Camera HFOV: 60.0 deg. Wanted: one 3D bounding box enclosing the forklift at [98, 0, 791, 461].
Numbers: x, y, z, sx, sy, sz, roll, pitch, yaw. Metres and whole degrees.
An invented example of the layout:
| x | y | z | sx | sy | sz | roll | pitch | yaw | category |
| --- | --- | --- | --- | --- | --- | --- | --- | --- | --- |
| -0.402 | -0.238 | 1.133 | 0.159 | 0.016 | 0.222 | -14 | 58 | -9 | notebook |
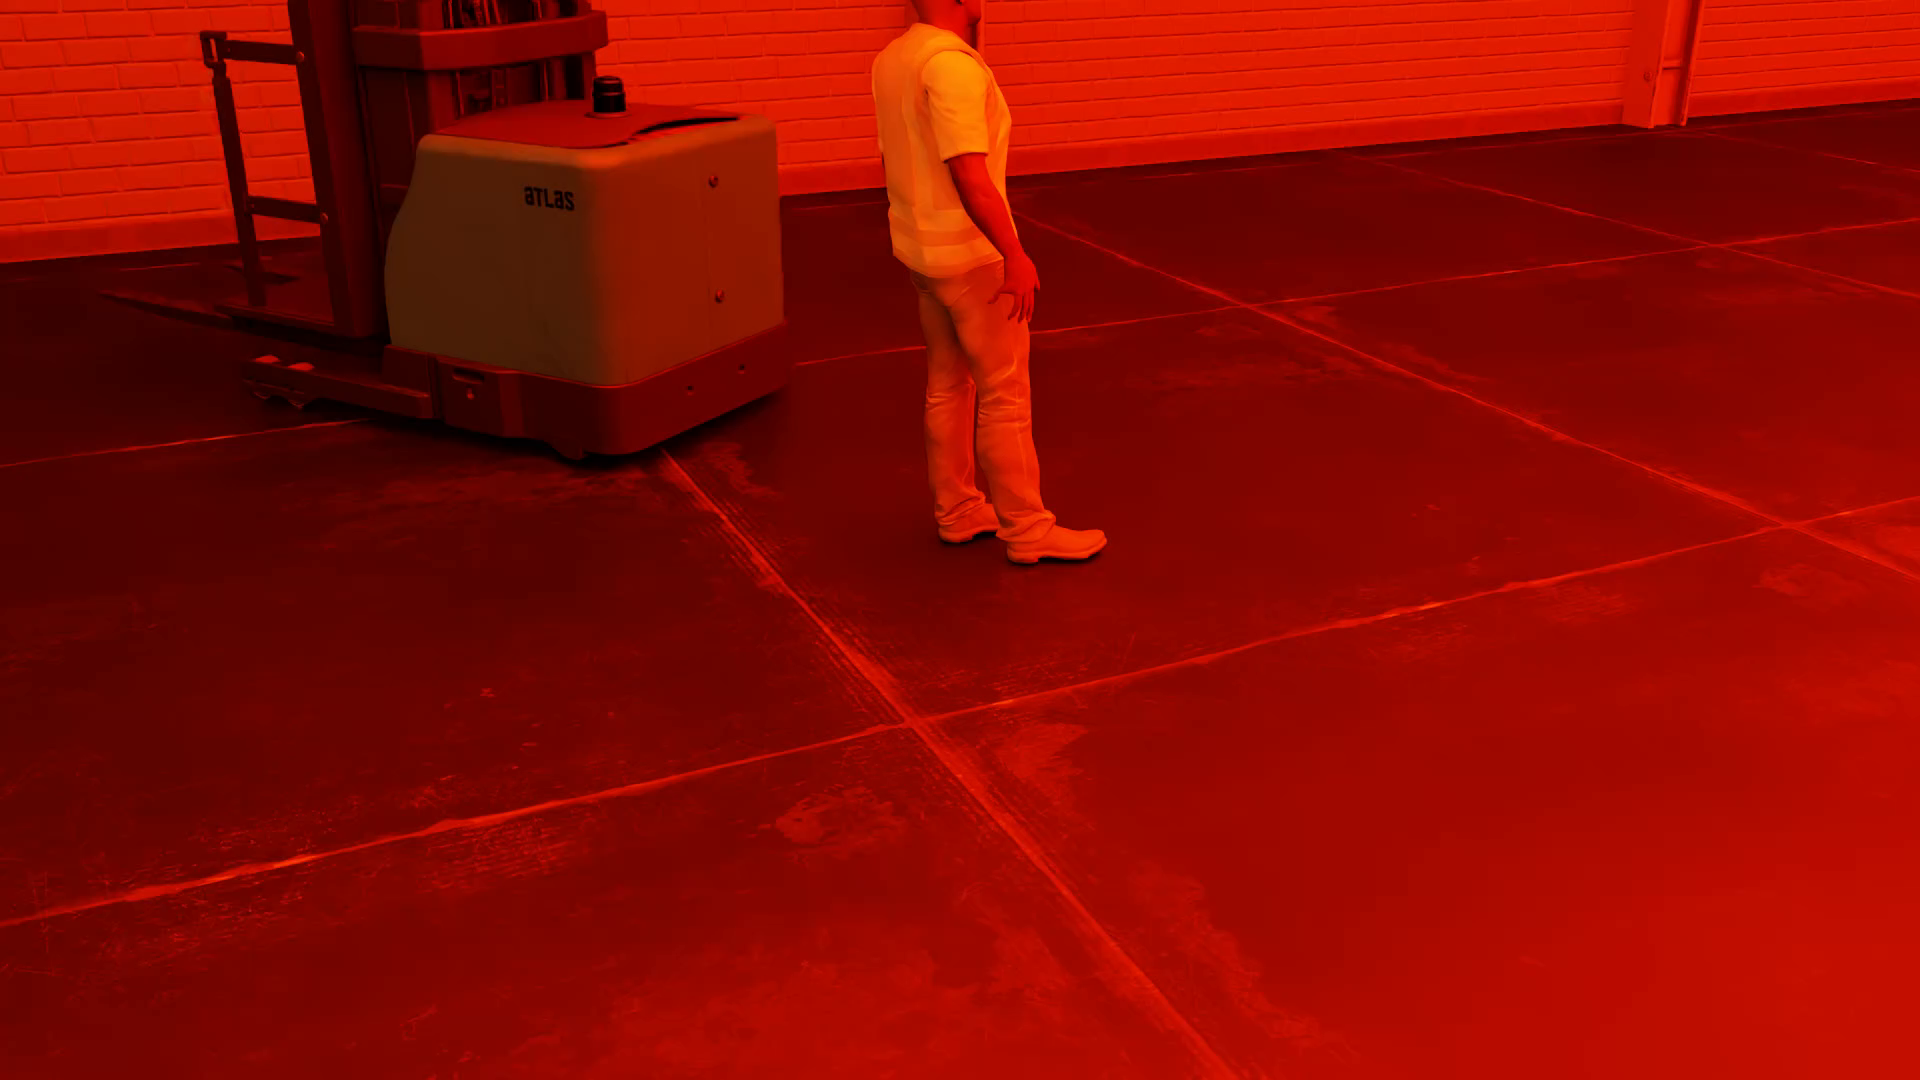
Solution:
| x | y | z | sx | sy | sz | roll | pitch | yaw | category |
| --- | --- | --- | --- | --- | --- | --- | --- | --- | --- |
| -2.182 | -2.021 | 6.152 | 3.031 | 2.935 | 1.130 | 12 | 26 | 27 | forklift |

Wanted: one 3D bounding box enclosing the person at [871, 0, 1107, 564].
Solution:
| x | y | z | sx | sy | sz | roll | pitch | yaw | category |
| --- | --- | --- | --- | --- | --- | --- | --- | --- | --- |
| 0.065 | -0.831 | 4.787 | 0.577 | 1.765 | 0.665 | -10 | 25 | -23 | person |
